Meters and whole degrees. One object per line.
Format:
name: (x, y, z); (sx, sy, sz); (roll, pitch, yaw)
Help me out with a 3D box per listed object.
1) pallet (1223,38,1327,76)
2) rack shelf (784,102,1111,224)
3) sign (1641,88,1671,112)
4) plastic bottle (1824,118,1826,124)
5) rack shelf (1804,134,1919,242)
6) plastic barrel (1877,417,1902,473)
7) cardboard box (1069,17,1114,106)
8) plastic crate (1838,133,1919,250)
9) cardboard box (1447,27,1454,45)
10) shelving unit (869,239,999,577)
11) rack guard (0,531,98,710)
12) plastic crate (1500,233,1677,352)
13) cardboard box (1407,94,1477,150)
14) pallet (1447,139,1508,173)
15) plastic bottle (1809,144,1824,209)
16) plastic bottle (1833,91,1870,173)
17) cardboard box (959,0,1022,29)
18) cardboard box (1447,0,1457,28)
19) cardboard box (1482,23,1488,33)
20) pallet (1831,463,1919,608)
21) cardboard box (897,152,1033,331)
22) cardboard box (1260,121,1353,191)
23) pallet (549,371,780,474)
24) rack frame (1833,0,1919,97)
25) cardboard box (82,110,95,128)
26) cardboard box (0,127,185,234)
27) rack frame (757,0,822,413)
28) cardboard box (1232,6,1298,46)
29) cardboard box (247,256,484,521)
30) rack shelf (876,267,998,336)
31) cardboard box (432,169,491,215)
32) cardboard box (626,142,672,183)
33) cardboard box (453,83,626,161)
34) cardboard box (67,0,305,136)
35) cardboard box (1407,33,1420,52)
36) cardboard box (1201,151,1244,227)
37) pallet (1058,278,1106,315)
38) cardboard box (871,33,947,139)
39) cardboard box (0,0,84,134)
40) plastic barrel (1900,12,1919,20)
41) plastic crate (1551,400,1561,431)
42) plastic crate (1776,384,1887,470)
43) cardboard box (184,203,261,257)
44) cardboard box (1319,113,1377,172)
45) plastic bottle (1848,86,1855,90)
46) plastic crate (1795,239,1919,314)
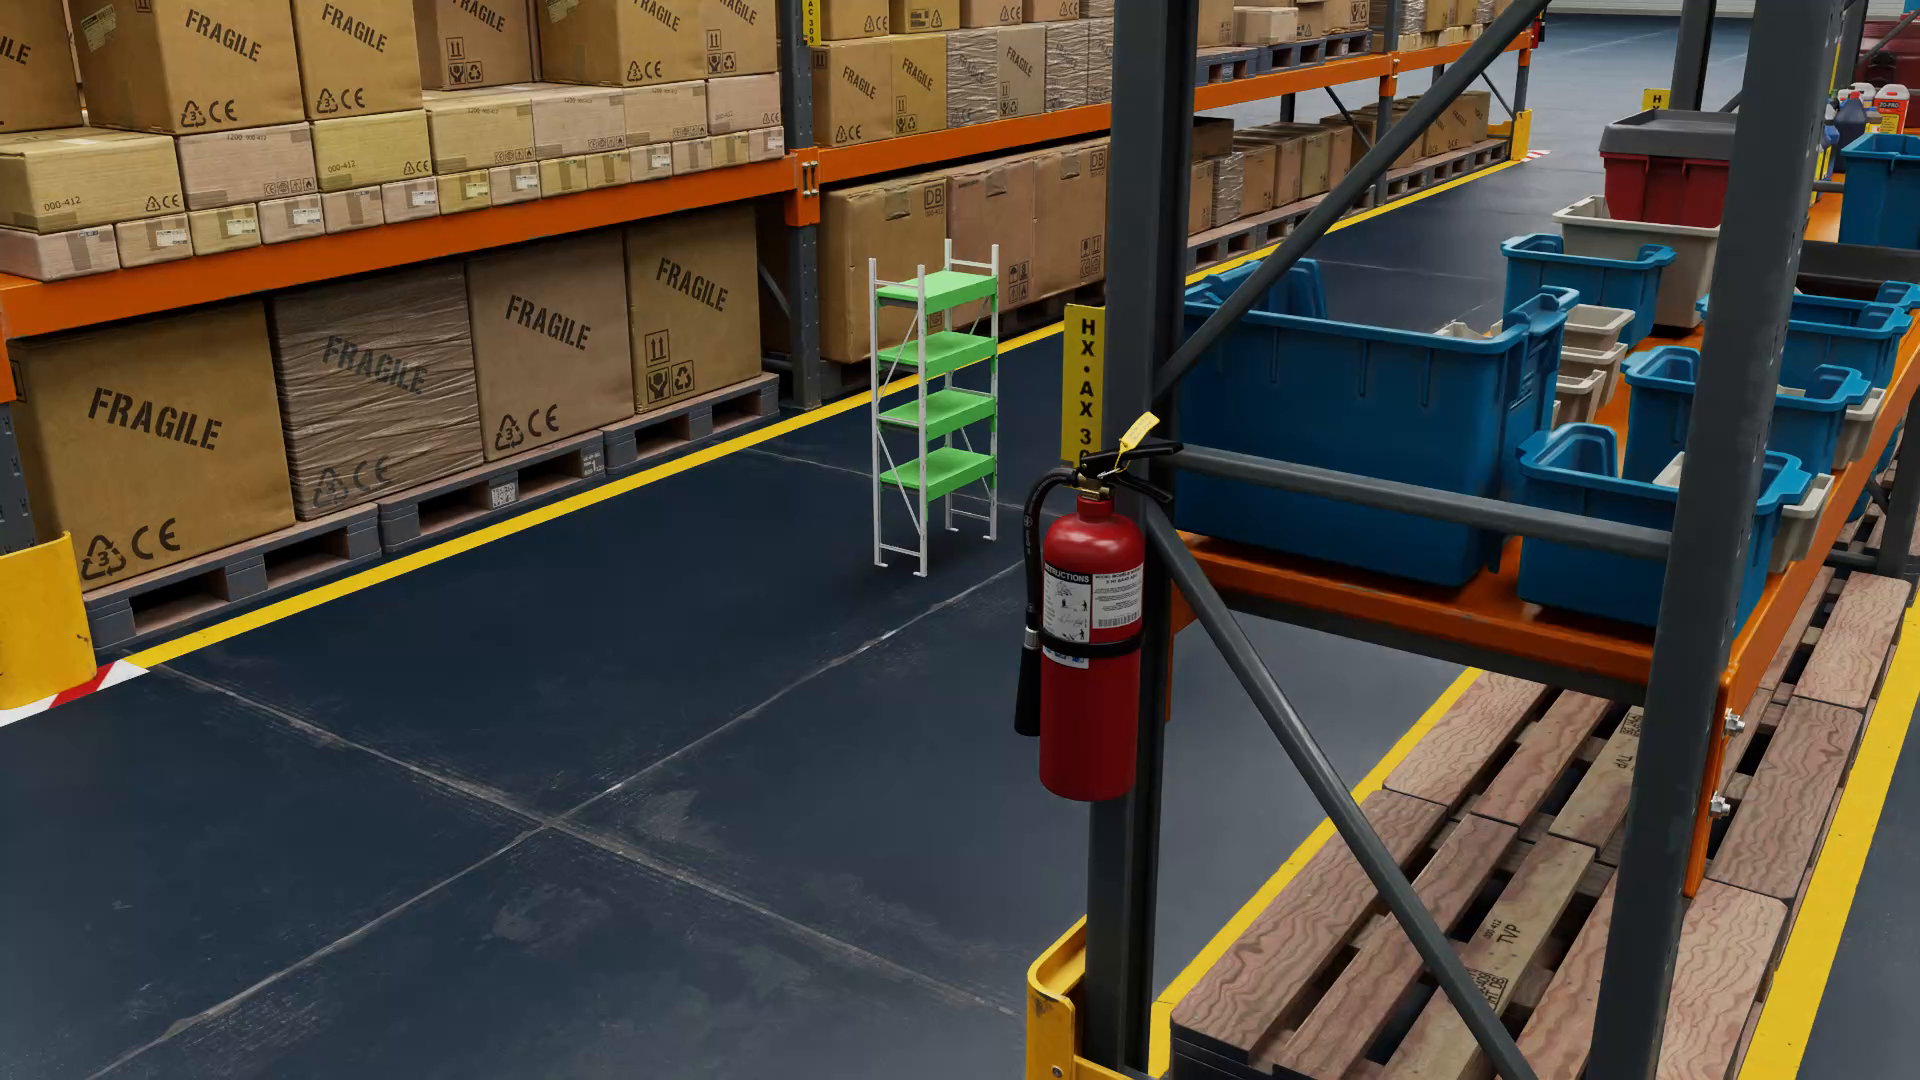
pallet: (2.164, -3.807, 13.010); (1.003, 0.211, 1.213); (13, 24, 32)
rack shelf: (-0.040, -2.410, 9.993); (1.077, 0.370, 4.000); (13, 24, 32)
sign: (2.479, -1.445, 5.949); (0.100, 0.325, 0.005); (13, 24, 32)
plastic bottle: (3.798, -1.828, 7.454); (0.144, 0.351, 0.185); (13, 24, 32)
rack shelf: (4.057, -1.444, 7.382); (1.077, 0.370, 4.000); (13, 24, 32)
plastic barrel: (3.650, -0.776, 6.959); (0.600, 0.901, 0.708); (13, 24, 32)
cardboard box: (0.727, -3.036, 10.505); (0.500, 0.500, 0.500); (13, 24, 31)
plastic crate: (2.952, -1.028, 5.156); (0.392, 0.384, 0.575); (13, 24, 32)
cardboard box: (4.385, -4.718, 15.557); (0.380, 0.149, 0.250); (13, 24, 32)
shelving unit: (-0.093, -0.515, 6.428); (0.258, 1.200, 0.503); (13, 24, 32)
rack guard: (-3.426, 0.153, 5.630); (1.175, 0.500, 0.348); (13, 24, 32)
plastic crate: (1.626, -0.649, 4.350); (0.416, 0.233, 0.300); (13, 24, 32)
cardboard box: (4.909, -4.287, 17.029); (0.500, 0.500, 0.500); (-17, 26, -38)
pallet: (5.053, -4.061, 17.439); (1.003, 0.211, 1.213); (13, 24, 32)
plastic bottle: (3.298, -1.484, 6.524); (0.144, 0.351, 0.185); (13, 24, 32)
plastic bottle: (3.999, -1.837, 7.479); (0.144, 0.351, 0.185); (13, 24, 32)
cardboard box: (-0.080, -3.252, 9.642); (0.797, 0.503, 0.637); (14, 25, 34)
cardboard box: (4.145, -5.072, 15.580); (0.875, 0.500, 0.500); (13, 24, 32)
cardboard box: (5.025, -5.091, 16.566); (0.380, 0.149, 0.250); (13, 24, 32)
pallet: (3.401, -0.113, 6.766); (1.003, 0.211, 1.213); (13, 24, 32)
cardboard box: (-0.319, -1.818, 9.813); (1.225, 0.875, 0.875); (12, 24, 30)
cardboard box: (2.970, -3.331, 14.415); (0.700, 0.500, 0.500); (11, 23, 28)
pallet: (-1.656, -0.663, 8.252); (1.003, 0.211, 1.213); (13, 24, 32)
rack frame: (5.181, -2.355, 8.809); (1.000, 3.000, 0.127); (13, 24, 32)
cardboard box: (-3.074, -1.431, 6.098); (0.500, 0.250, 0.500); (13, 24, 31)
cardboard box: (-2.919, -1.180, 5.419); (0.500, 0.250, 0.500); (13, 24, 30)
rack frame: (-1.164, -2.174, 8.317); (1.000, 3.000, 0.127); (13, 24, 32)
cardboard box: (2.217, -3.884, 12.552); (0.500, 0.250, 0.500); (12, 24, 30)
cardboard box: (-2.607, -0.687, 6.755); (0.875, 0.875, 0.875); (13, 24, 32)
rack shelf: (-0.093, -0.906, 6.284); (0.258, 0.148, 0.480); (13, 24, 32)
cardboard box: (-2.076, -1.387, 6.553); (0.380, 0.149, 0.250); (13, 24, 30)
cardboard box: (-1.498, -1.683, 7.353); (0.380, 0.149, 0.250); (14, 24, 33)
cardboard box: (-1.771, -1.769, 7.012); (0.500, 0.250, 0.500); (14, 24, 33)
cardboard box: (-2.638, -1.675, 5.677); (0.500, 0.500, 0.500); (13, 24, 31)
cardboard box: (3.854, -4.423, 14.761); (0.380, 0.149, 0.250); (13, 24, 32)
cardboard box: (1.746, -2.713, 12.744); (0.700, 0.500, 0.500); (11, 23, 27)
pallet: (0.579, -1.802, 11.332); (1.003, 0.211, 1.213); (13, 24, 32)
cardboard box: (-0.417, -2.448, 8.915); (0.500, 0.500, 0.500); (13, 24, 32)
cardboard box: (-3.356, -1.638, 5.575); (0.500, 0.500, 0.500); (14, 24, 32)
plastic barrel: (6.055, -3.000, 10.356); (0.433, 0.535, 0.433); (0, 20, 0)
plastic crate: (0.993, -0.234, 3.366); (0.396, 0.136, 0.243); (13, 24, 32)
plastic crate: (1.725, -0.242, 3.388); (0.250, 0.136, 0.298); (13, 24, 32)
cardboard box: (-2.653, -1.093, 5.758); (0.380, 0.149, 0.250); (13, 24, 31)
cardboard box: (3.591, -3.600, 15.173); (0.500, 0.500, 0.500); (12, 24, 30)
plastic bottle: (4.583, -2.206, 8.590); (0.097, 0.271, 0.097); (0, 20, 0)
plastic crate: (2.525, -0.733, 4.733); (0.437, 0.125, 0.590); (13, 24, 32)
